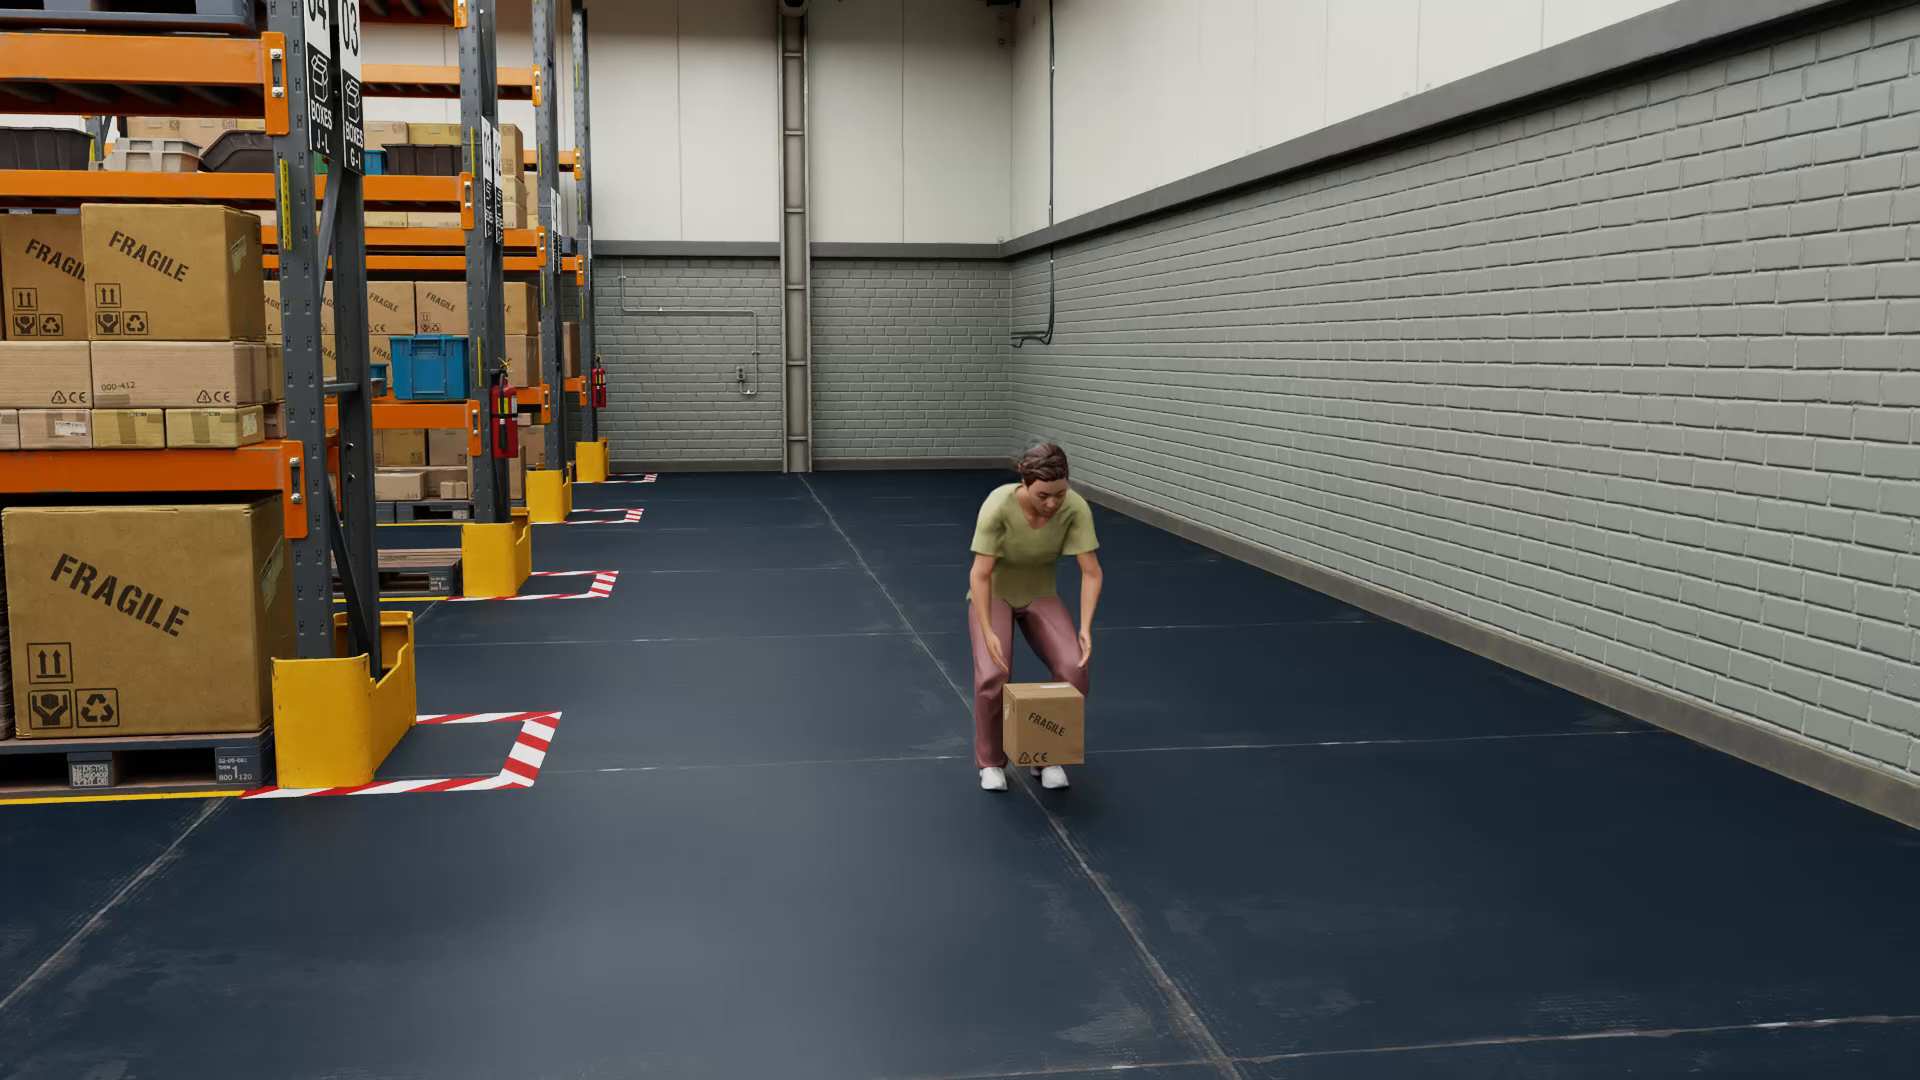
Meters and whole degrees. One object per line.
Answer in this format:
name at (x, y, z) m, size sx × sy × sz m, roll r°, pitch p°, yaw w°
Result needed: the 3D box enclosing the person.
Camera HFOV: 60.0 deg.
person at (0.276, 0.283, 6.359) m, size 0.511 × 1.335 × 0.665 m, roll -1°, pitch 7°, yaw -9°
